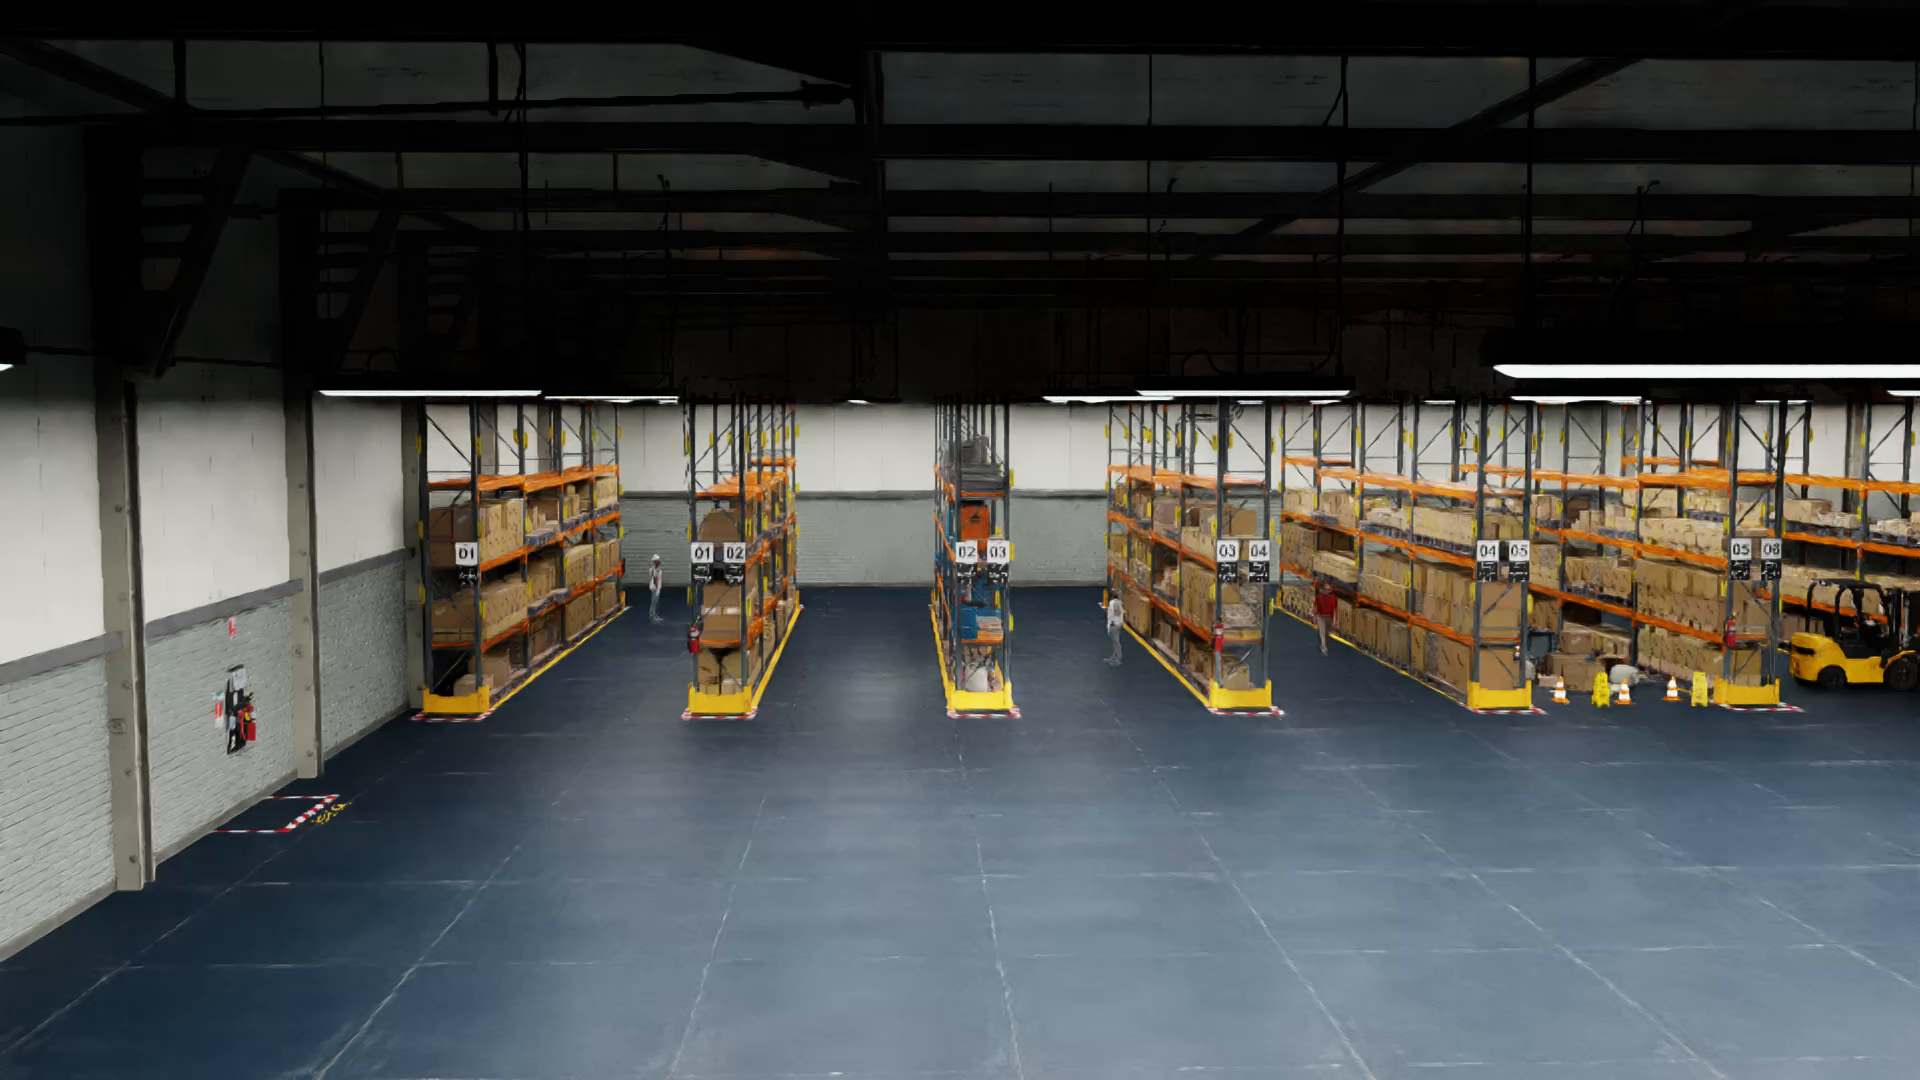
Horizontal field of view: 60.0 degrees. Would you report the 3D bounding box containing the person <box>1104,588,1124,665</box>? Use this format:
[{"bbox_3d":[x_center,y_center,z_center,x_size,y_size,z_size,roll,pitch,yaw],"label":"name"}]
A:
[{"bbox_3d":[3.423,1.910,37.041,0.532,1.667,0.573,3,5,30],"label":"person"}]

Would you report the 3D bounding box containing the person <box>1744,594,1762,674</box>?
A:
[{"bbox_3d":[16.923,1.992,35.667,0.576,1.718,0.626,3,5,29],"label":"person"}]

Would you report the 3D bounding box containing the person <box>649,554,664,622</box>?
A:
[{"bbox_3d":[-8.082,1.270,44.231,0.403,1.785,0.662,-1,5,-15],"label":"person"}]

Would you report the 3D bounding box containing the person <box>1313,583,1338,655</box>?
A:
[{"bbox_3d":[8.480,1.803,38.476,0.540,1.646,1.130,0,5,-4],"label":"person"}]
